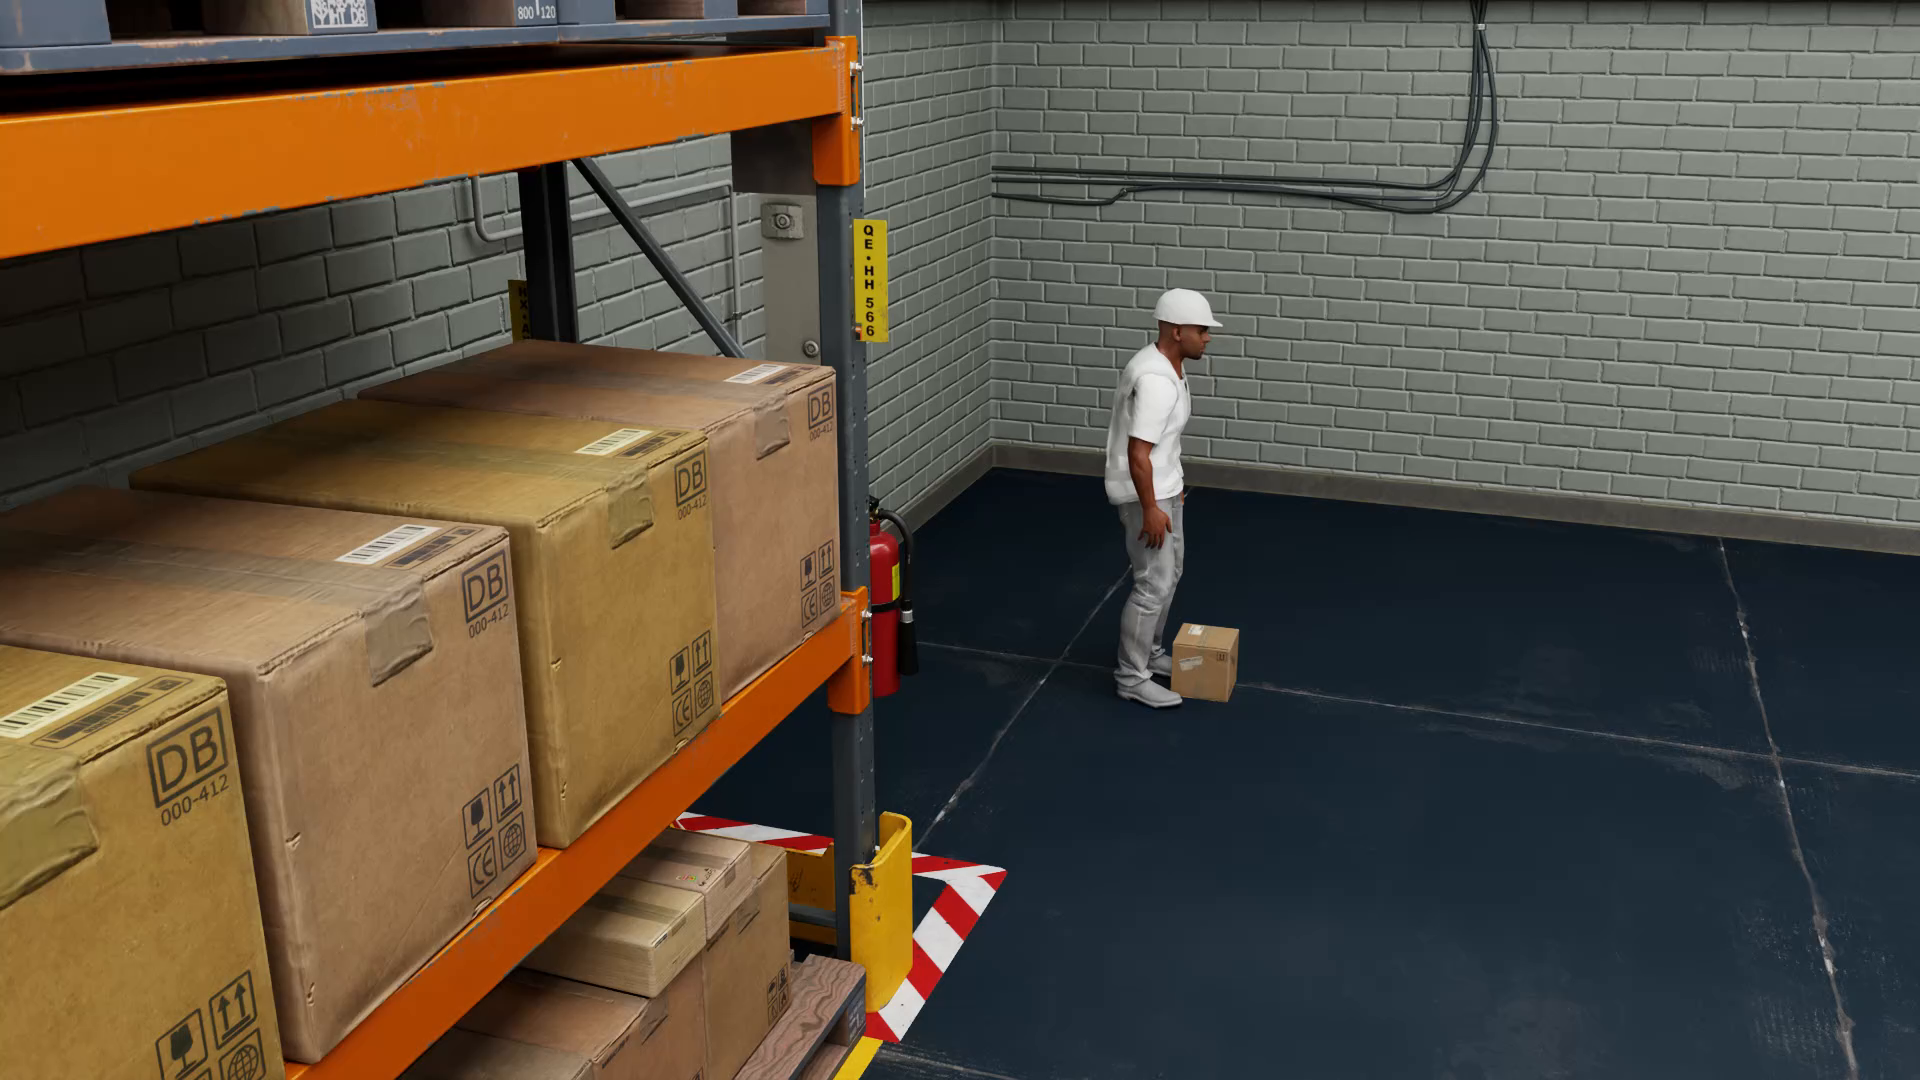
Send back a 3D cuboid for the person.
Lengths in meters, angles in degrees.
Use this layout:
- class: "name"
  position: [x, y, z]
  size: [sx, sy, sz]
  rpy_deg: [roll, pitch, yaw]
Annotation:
- class: "person"
  position: [0.856, -0.531, 7.022]
  size: [0.462, 1.062, 0.632]
  rpy_deg: [5, 19, 15]
